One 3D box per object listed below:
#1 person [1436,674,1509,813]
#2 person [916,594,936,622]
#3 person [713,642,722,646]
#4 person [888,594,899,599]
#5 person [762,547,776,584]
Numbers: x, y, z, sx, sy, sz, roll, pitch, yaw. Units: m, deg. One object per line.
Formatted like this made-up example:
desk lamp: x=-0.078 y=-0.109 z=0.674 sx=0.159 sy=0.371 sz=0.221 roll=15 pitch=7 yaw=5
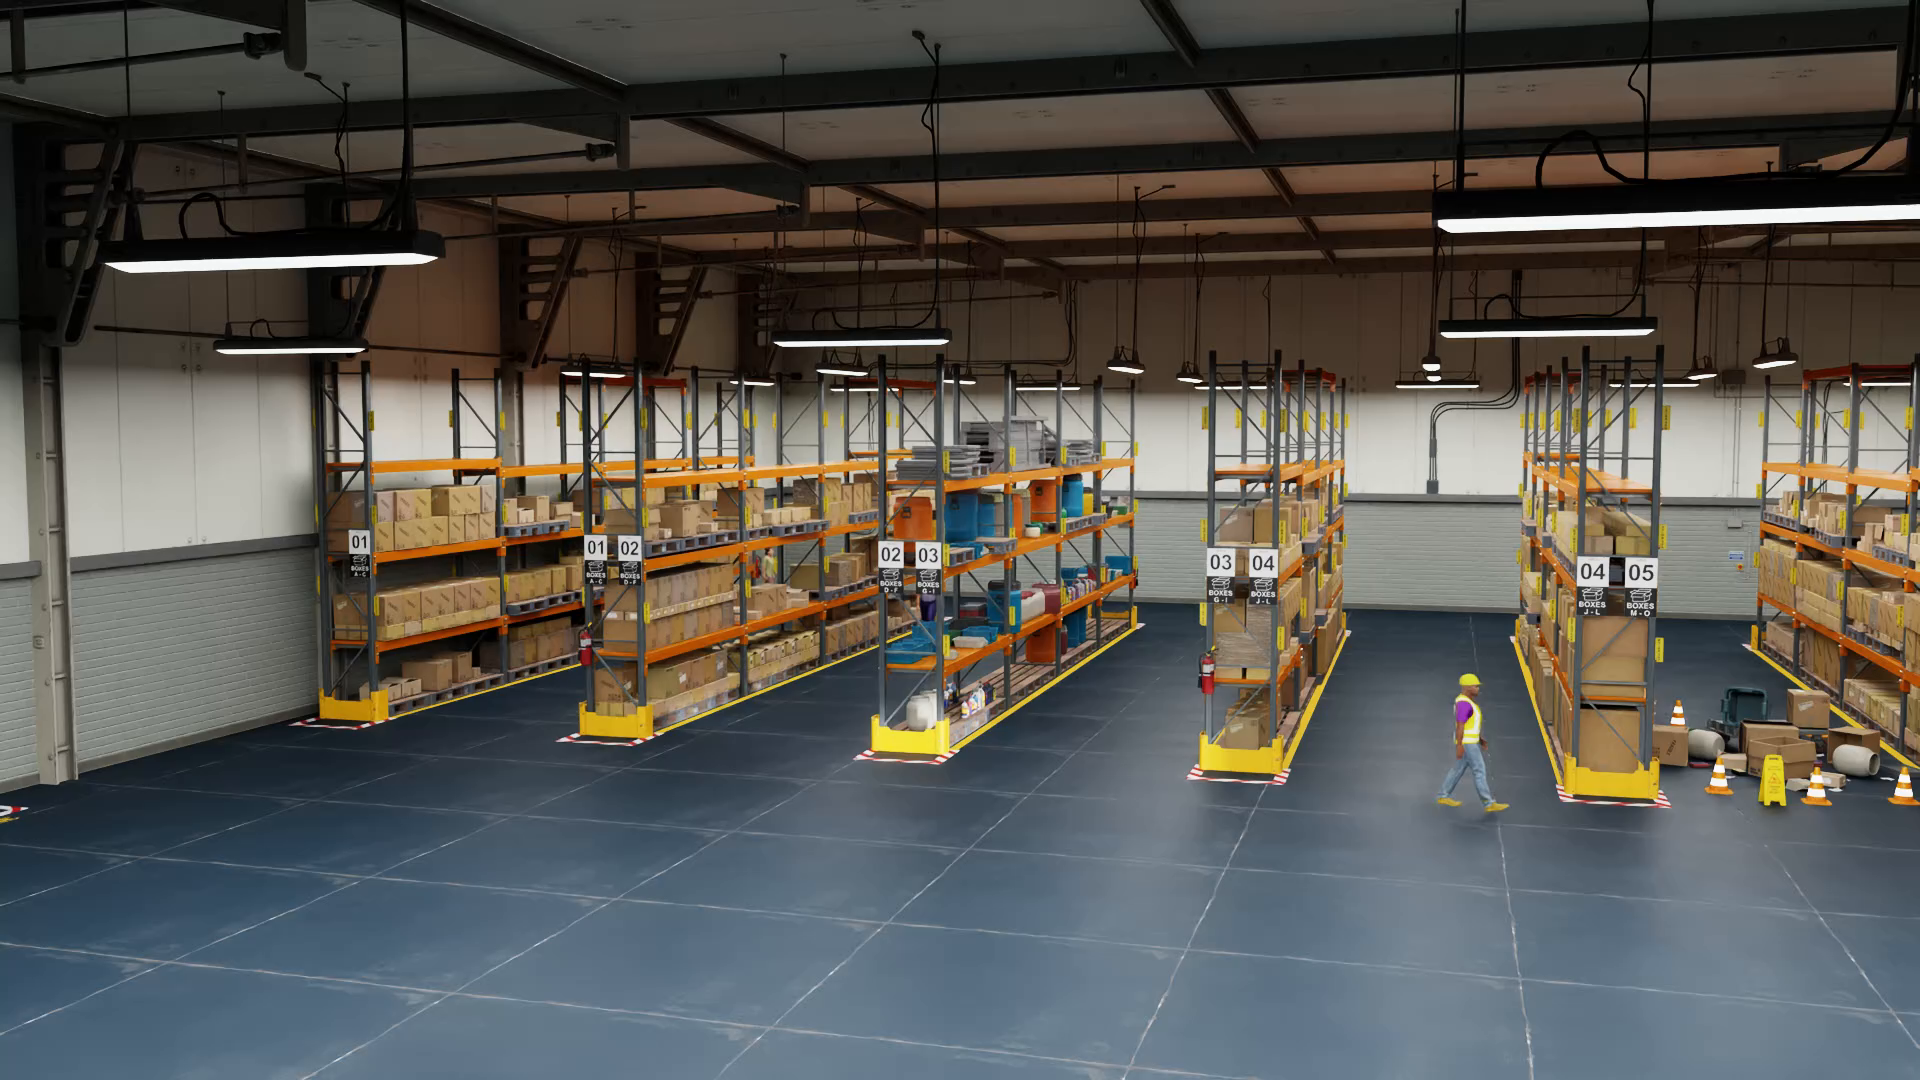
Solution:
person: x=6.607 y=2.598 z=21.402 sx=0.885 sy=1.736 sz=0.614 roll=1 pitch=4 yaw=16
person: x=-0.718 y=1.486 z=37.825 sx=0.488 sy=1.587 sz=1.043 roll=1 pitch=4 yaw=15
person: x=-5.269 y=1.525 z=36.249 sx=0.493 sy=1.792 sz=0.588 roll=-4 pitch=6 yaw=-44
person: x=-1.804 y=1.072 z=43.087 sx=0.695 sy=1.663 sz=0.526 roll=0 pitch=4 yaw=1
person: x=-5.053 y=0.993 z=44.230 sx=0.424 sy=1.668 sz=0.477 roll=1 pitch=4 yaw=15
